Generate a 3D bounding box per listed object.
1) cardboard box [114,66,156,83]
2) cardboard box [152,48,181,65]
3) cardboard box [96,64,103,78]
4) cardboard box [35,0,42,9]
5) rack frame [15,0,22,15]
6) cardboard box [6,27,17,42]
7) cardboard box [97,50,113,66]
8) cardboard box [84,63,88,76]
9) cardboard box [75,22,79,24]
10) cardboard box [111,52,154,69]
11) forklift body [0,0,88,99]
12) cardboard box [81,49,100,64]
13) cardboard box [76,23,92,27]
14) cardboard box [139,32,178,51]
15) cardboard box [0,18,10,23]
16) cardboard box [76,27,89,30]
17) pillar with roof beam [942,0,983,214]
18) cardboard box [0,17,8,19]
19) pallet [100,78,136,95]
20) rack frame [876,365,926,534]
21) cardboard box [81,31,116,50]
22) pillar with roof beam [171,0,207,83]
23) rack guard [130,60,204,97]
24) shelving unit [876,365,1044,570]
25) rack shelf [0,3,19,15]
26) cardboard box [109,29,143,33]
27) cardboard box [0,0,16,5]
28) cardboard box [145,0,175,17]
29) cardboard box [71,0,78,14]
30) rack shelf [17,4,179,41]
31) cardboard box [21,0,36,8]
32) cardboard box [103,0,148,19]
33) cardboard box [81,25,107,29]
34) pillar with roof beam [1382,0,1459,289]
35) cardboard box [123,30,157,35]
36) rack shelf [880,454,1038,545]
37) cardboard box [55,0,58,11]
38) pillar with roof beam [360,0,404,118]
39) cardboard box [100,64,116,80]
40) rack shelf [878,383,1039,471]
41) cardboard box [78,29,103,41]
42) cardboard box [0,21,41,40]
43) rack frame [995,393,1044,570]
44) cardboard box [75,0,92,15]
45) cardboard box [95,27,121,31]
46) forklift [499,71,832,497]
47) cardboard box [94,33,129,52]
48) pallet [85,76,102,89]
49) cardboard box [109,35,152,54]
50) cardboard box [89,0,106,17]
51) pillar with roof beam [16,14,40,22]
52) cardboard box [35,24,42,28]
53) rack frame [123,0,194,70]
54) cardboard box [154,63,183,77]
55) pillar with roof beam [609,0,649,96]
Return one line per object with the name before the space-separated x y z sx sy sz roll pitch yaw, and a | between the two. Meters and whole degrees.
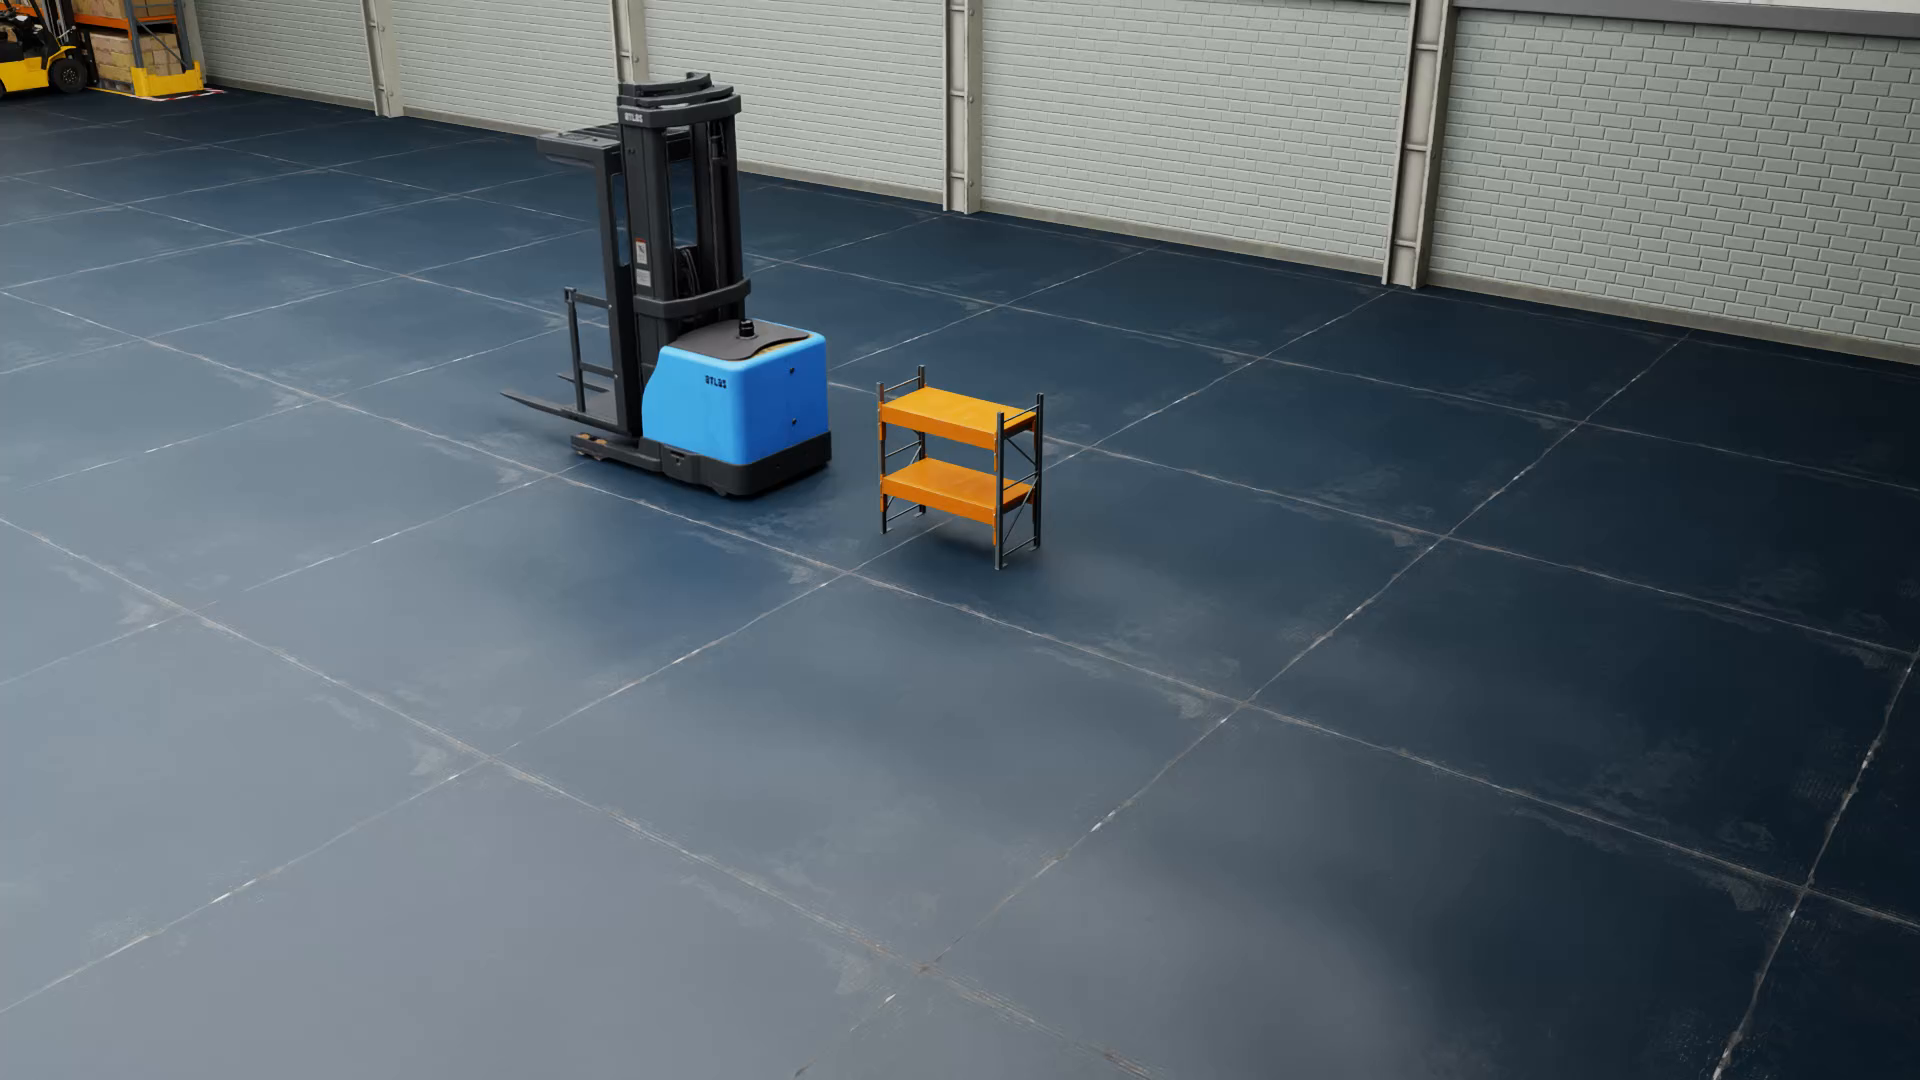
cardboard box | -14.923 -8.451 30.099 0.500 0.250 0.500 17 29 34
cardboard box | -14.609 -8.849 30.382 0.500 0.250 0.500 17 29 34
cardboard box | -15.710 -8.698 30.660 0.500 0.250 0.500 17 29 34
cardboard box | -16.933 -10.206 31.070 0.500 0.500 0.500 17 29 34
rack frame | -17.559 -10.473 31.799 0.127 3.000 1.000 17 29 33
cardboard box | -17.983 -9.701 32.471 0.625 0.625 0.875 18 30 36
cardboard box | -15.330 -8.810 30.293 0.500 0.250 0.500 16 29 33
cardboard box | -16.139 -8.816 30.929 0.500 0.250 0.500 18 29 35
cardboard box | -17.049 -9.807 31.938 0.500 0.250 0.500 17 29 34
cardboard box | -14.935 -8.685 30.010 0.500 0.250 0.500 16 29 33
forklift body | -16.969 -8.987 29.479 1.214 2.155 2.313 17 29 33
cardboard box | -15.755 -8.928 30.561 0.500 0.250 0.500 16 28 32
cardboard box | -16.634 -9.690 31.671 0.500 0.250 0.500 16 29 33
cardboard box | -14.629 -9.074 30.274 0.500 0.250 0.500 16 29 33
cardboard box | -19.202 -10.072 33.313 0.625 0.625 0.875 15 28 31
cardboard box | -16.552 -9.402 31.019 0.500 0.250 0.500 18 29 35
pillar with roof beam | -2.553 -6.968 16.404 0.400 9.000 9.100 17 29 33
cardboard box | -19.741 -10.235 33.683 0.625 0.625 0.875 18 29 35
pallet | -14.995 -8.401 30.554 1.213 0.211 1.003 17 29 33
rack frame | -0.412 -0.639 11.806 0.032 1.125 0.500 17 29 33
cardboard box | -15.735 -9.148 30.441 0.500 0.250 0.500 17 29 34
pillar with roof beam | -16.956 -11.321 26.283 0.400 9.000 9.100 17 29 33
rack guard | -14.339 -8.356 30.094 0.348 0.500 1.175 17 29 33
shelving unit | -0.005 -0.516 11.527 1.048 1.125 0.538 17 29 33
rack shelf | -19.159 -10.627 33.041 4.000 0.370 1.077 17 29 33
cardboard box | -15.425 -9.318 30.828 0.500 0.250 0.500 17 29 33
cardboard box | -18.119 -10.441 31.914 0.500 0.250 0.500 18 29 34
cardboard box | -14.588 -9.760 30.058 0.500 0.500 0.500 18 29 35
cardboard box | -16.138 -9.956 30.501 0.500 0.500 0.500 17 29 34
rack shelf | -15.958 -9.660 30.846 4.000 0.370 1.077 17 29 33
cardboard box | -17.360 -10.327 31.344 0.500 0.500 0.500 16 28 32
cardboard box | -14.909 -9.585 29.661 0.500 0.500 0.500 16 28 32
cardboard box | -16.238 -9.563 31.384 0.500 0.250 0.500 17 29 34
pillar with roof beam | 2.248 -5.517 13.111 0.400 9.000 9.100 17 29 33
cardboard box | -15.031 -9.194 30.545 0.500 0.250 0.500 17 29 33
rack shelf | -0.005 -0.293 11.625 1.000 0.278 0.538 17 29 33
cardboard box | -16.527 -10.084 30.793 0.500 0.500 0.500 16 29 33
pillar with roof beam | -12.155 -9.870 22.990 0.400 9.000 9.100 17 29 33
cardboard box | -15.315 -8.574 30.379 0.500 0.250 0.500 17 29 33
rack shelf | -0.005 -0.784 11.409 1.000 0.278 0.538 17 29 33
cardboard box | -16.136 -9.273 30.725 0.500 0.250 0.500 16 28 32
cardboard box | -18.599 -9.891 32.902 0.625 0.625 0.875 16 29 33
rack frame | 0.401 -0.393 11.248 0.032 1.125 0.500 17 29 33
cardboard box | -15.729 -9.838 30.233 0.500 0.500 0.500 16 29 32
cardboard box | -15.830 -9.444 31.114 0.500 0.250 0.500 16 28 32
forklift | -2.486 -2.125 12.938 3.031 2.935 1.130 17 29 34
cardboard box | -15.325 -9.029 30.172 0.500 0.250 0.500 17 29 34
pallet | -15.967 -8.696 31.224 1.213 0.211 1.003 17 29 33
cardboard box | -14.913 -8.908 29.896 0.500 0.250 0.500 18 29 35
cardboard box | -15.319 -9.714 29.952 0.500 0.500 0.500 18 29 35
pillar with roof beam | -21.757 -12.772 29.576 0.400 9.000 9.100 17 29 33
cardboard box | -17.360 -9.646 31.571 0.500 0.250 0.500 16 29 33
rack frame | -14.358 -9.505 29.603 0.127 3.000 1.000 17 29 33
cardboard box | -14.634 -8.621 30.486 0.500 0.250 0.500 17 29 34
pillar with roof beam | -7.354 -8.419 19.697 0.400 9.000 9.100 17 29 33
